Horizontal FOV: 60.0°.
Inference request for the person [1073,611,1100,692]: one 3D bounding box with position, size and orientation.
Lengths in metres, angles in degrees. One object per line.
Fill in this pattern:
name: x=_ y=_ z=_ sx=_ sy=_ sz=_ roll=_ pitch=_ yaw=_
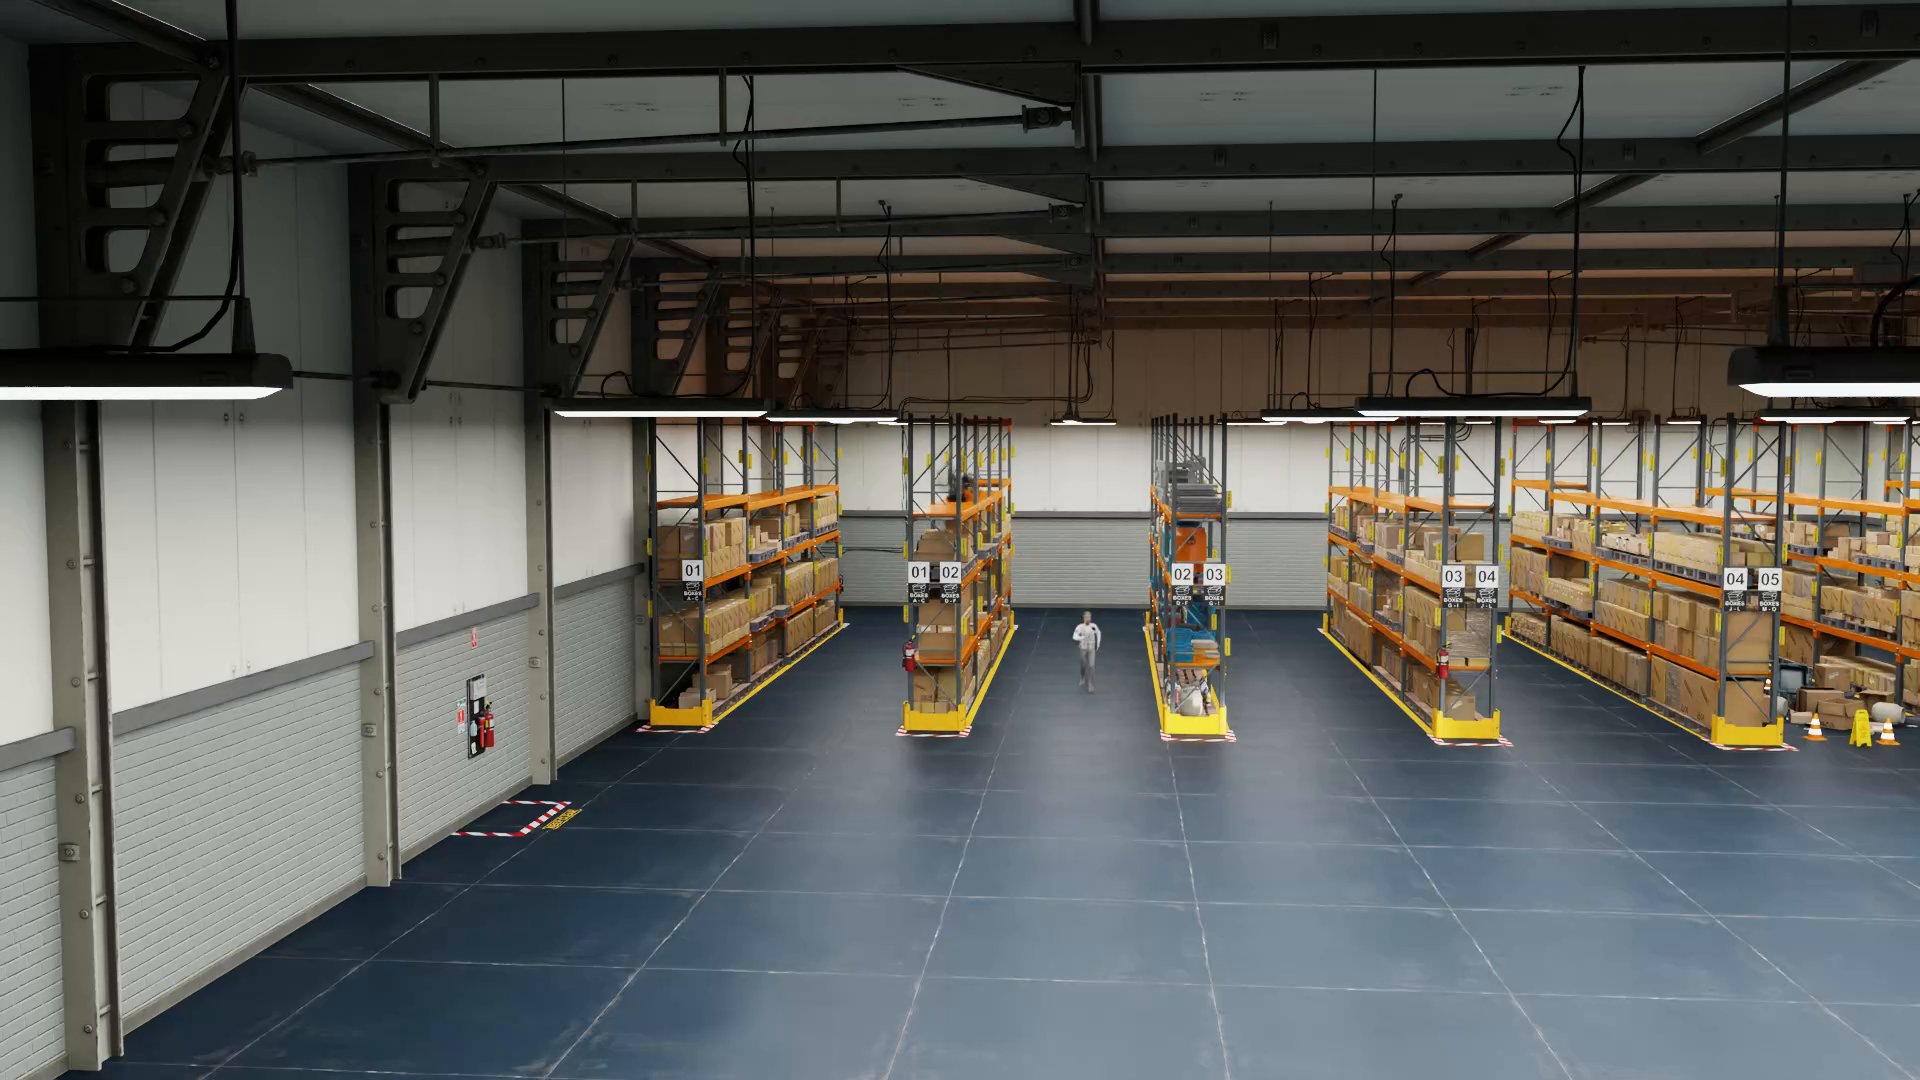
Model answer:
person: x=2.775 y=2.406 z=36.374 sx=0.629 sy=1.722 sz=0.866 roll=0 pitch=4 yaw=-3
